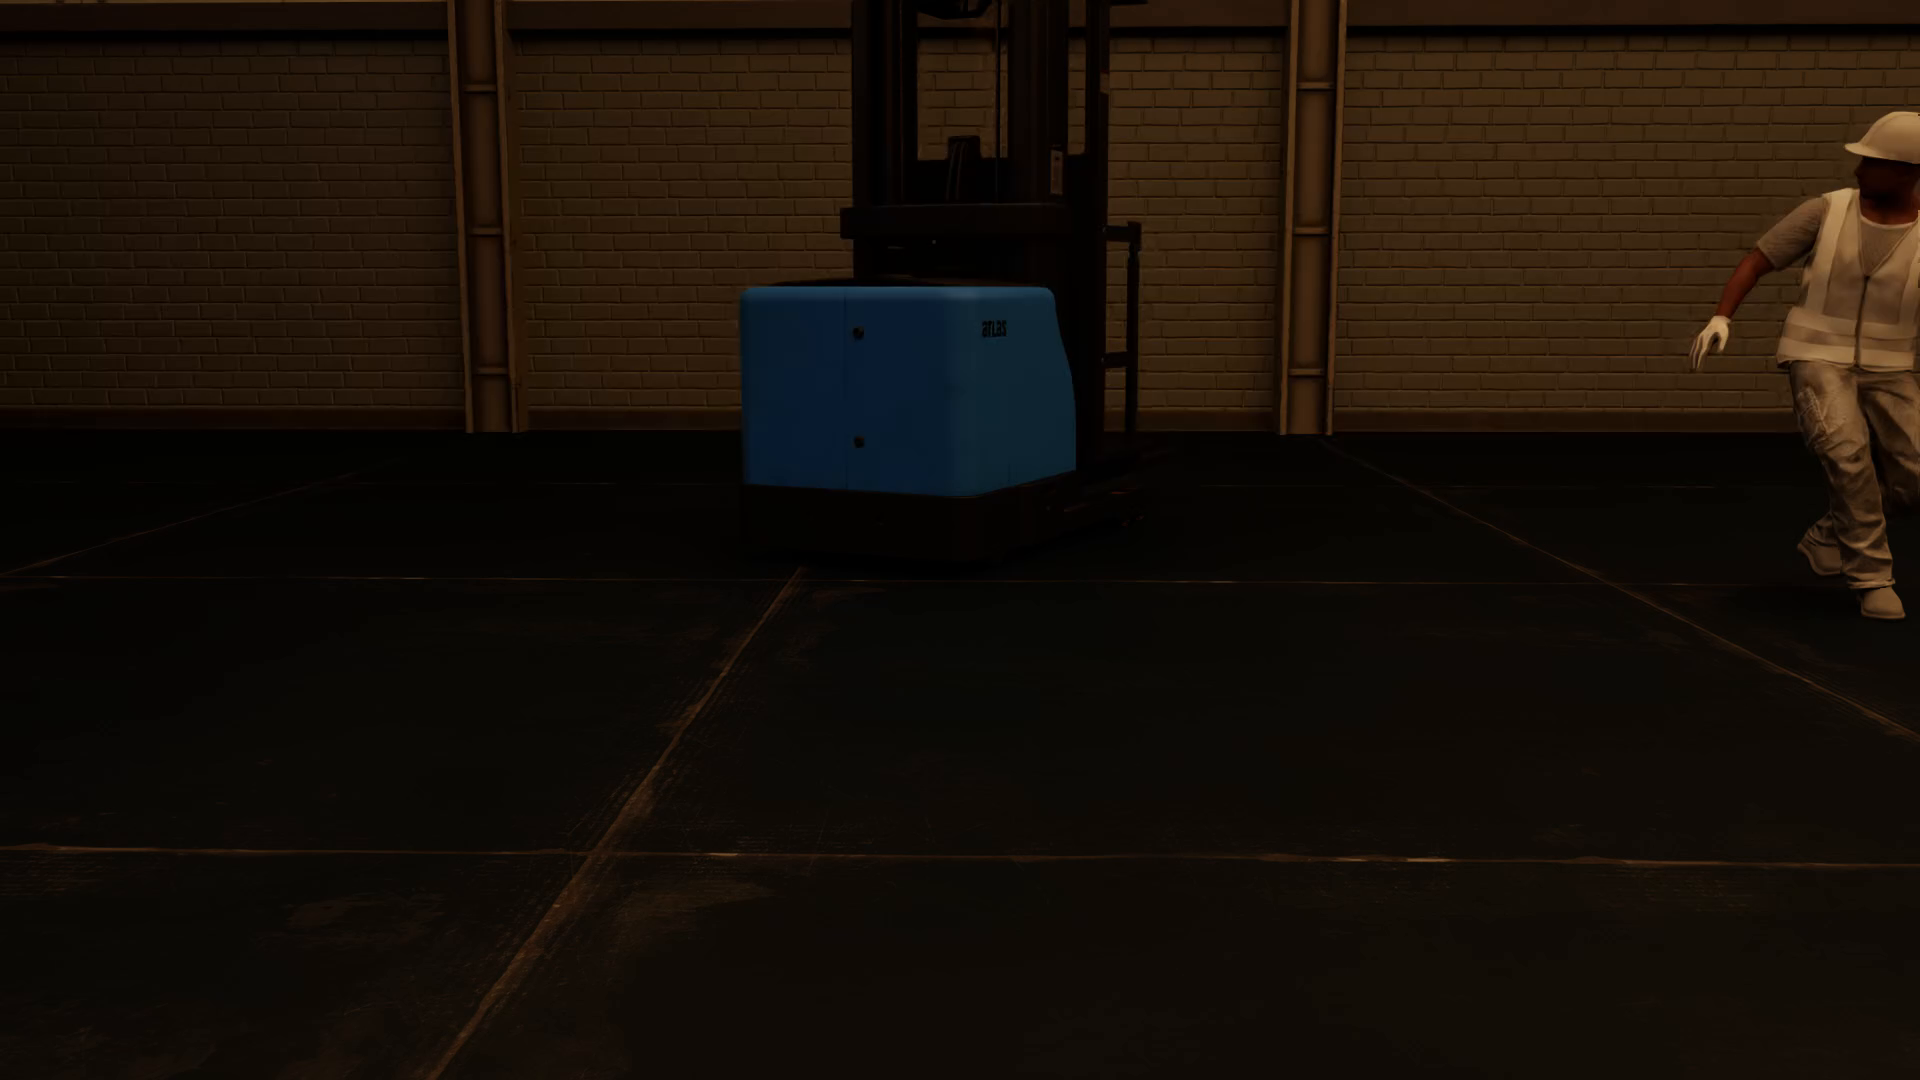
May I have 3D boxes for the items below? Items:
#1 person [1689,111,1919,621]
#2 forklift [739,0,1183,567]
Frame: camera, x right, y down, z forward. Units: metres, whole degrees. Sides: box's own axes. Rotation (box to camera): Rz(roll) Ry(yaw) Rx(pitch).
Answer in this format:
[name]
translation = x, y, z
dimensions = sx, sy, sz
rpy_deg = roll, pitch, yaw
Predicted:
[person]
translation = 2.949, -0.583, 5.539
dimensions = 0.920, 1.639, 0.865
rpy_deg = 2, 9, 13
[forklift]
translation = 0.224, -1.532, 7.449
dimensions = 1.130, 2.935, 3.031
rpy_deg = 4, 10, 25
